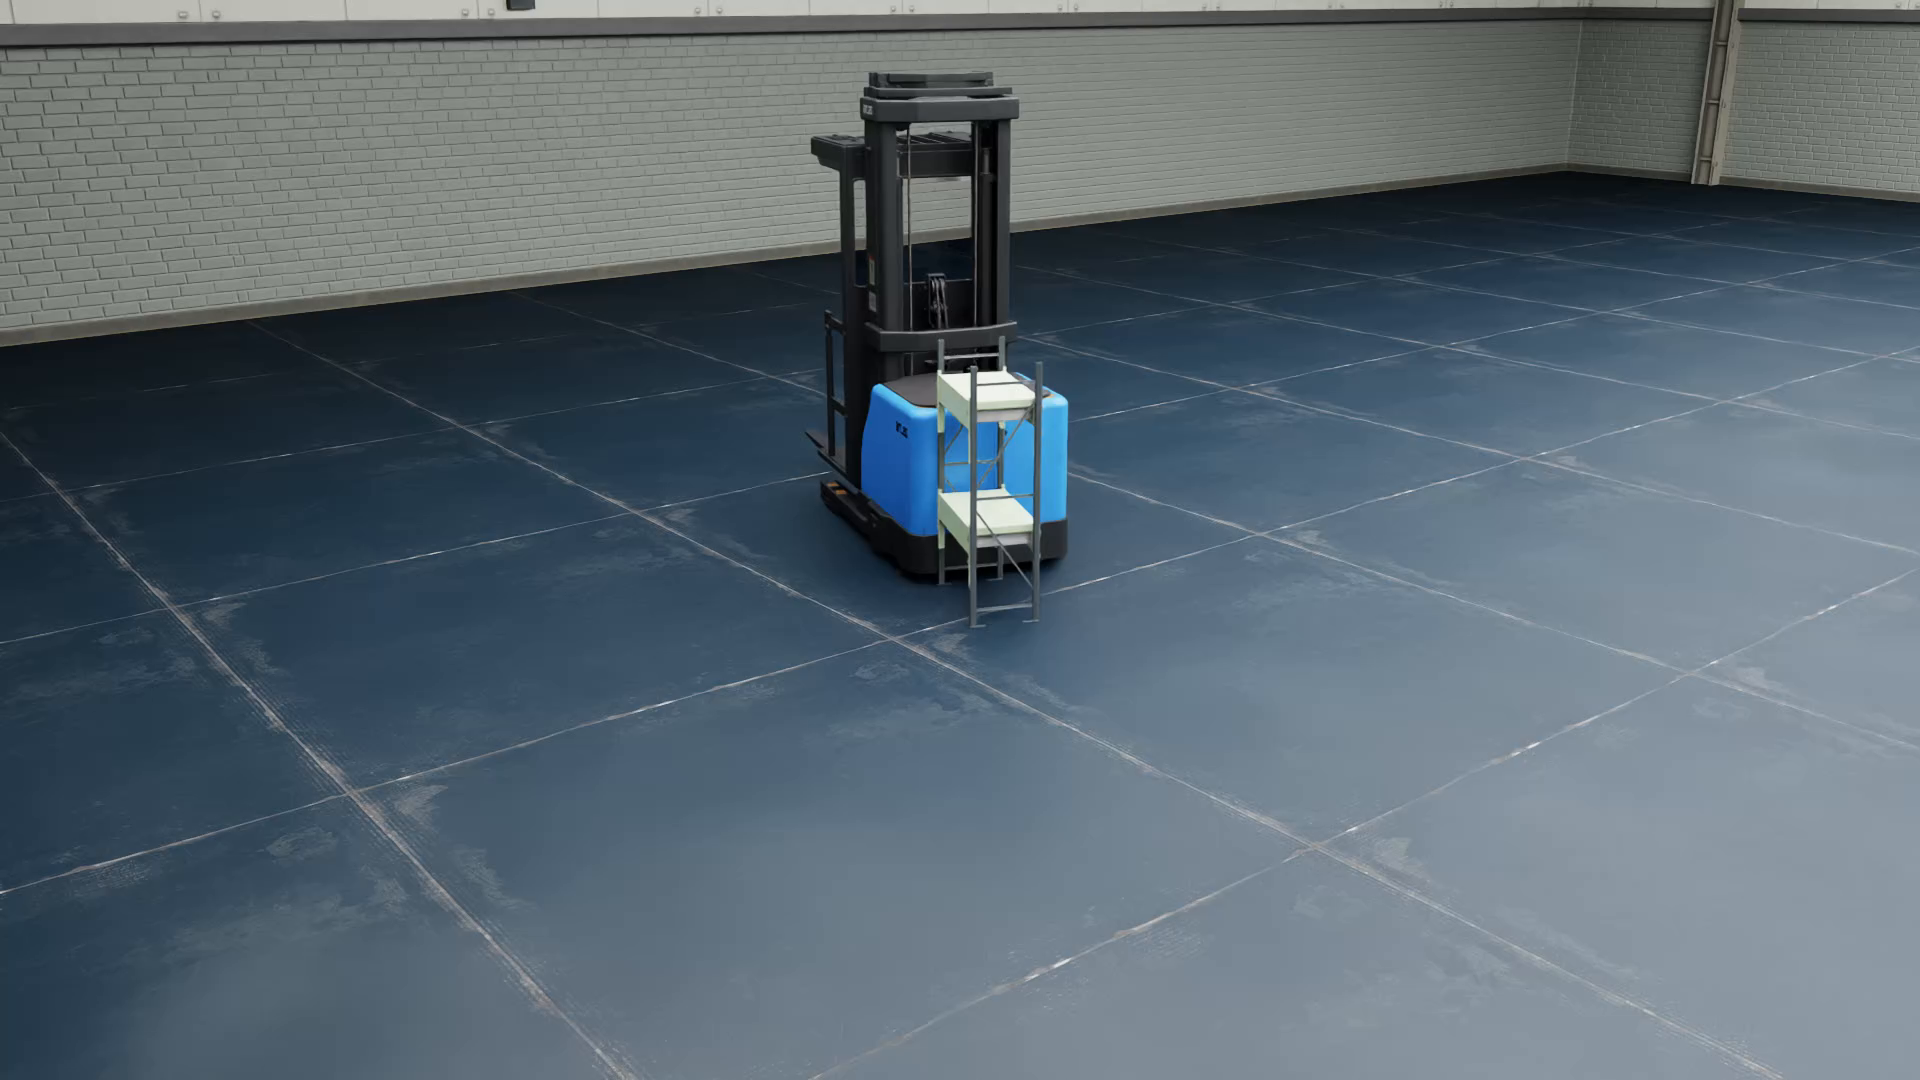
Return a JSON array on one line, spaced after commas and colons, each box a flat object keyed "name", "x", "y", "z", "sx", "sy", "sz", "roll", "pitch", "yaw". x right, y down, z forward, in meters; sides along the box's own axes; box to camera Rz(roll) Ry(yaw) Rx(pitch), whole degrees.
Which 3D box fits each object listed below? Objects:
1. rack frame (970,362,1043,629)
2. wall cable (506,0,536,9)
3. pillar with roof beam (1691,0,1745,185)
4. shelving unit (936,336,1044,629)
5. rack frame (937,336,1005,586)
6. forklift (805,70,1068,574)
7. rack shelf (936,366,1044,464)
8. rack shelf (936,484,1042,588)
[{"name": "rack frame", "x": 0.251, "y": -0.231, "z": 9.175, "sx": 0.400, "sy": 1.500, "sz": 0.023, "roll": -5, "pitch": 19, "yaw": -14}, {"name": "wall cable", "x": -4.258, "y": -9.156, "z": 18.787, "sx": 2.305, "sy": 6.003, "sz": 0.169, "roll": -14, "pitch": 23, "yaw": -36}, {"name": "pillar with roof beam", "x": 10.401, "y": -10.016, "z": 26.795, "sx": 9.100, "sy": 9.000, "sz": 0.400, "roll": -14, "pitch": 23, "yaw": -36}, {"name": "shelving unit", "x": 0.158, "y": -0.343, "z": 9.511, "sx": 0.431, "sy": 1.500, "sz": 0.755, "roll": -5, "pitch": 19, "yaw": -14}, {"name": "rack frame", "x": 0.065, "y": -0.454, "z": 9.847, "sx": 0.400, "sy": 1.500, "sz": 0.023, "roll": -5, "pitch": 19, "yaw": -14}, {"name": "forklift", "x": -0.327, "y": -1.611, "z": 11.066, "sx": 1.130, "sy": 2.935, "sz": 3.031, "roll": -7, "pitch": 20, "yaw": -20}, {"name": "rack shelf", "x": 0.158, "y": -0.713, "z": 9.389, "sx": 0.431, "sy": 0.370, "sz": 0.720, "roll": -5, "pitch": 19, "yaw": -14}, {"name": "rack shelf", "x": 0.158, "y": -0.033, "z": 9.614, "sx": 0.431, "sy": 0.370, "sz": 0.720, "roll": -5, "pitch": 19, "yaw": -14}]
